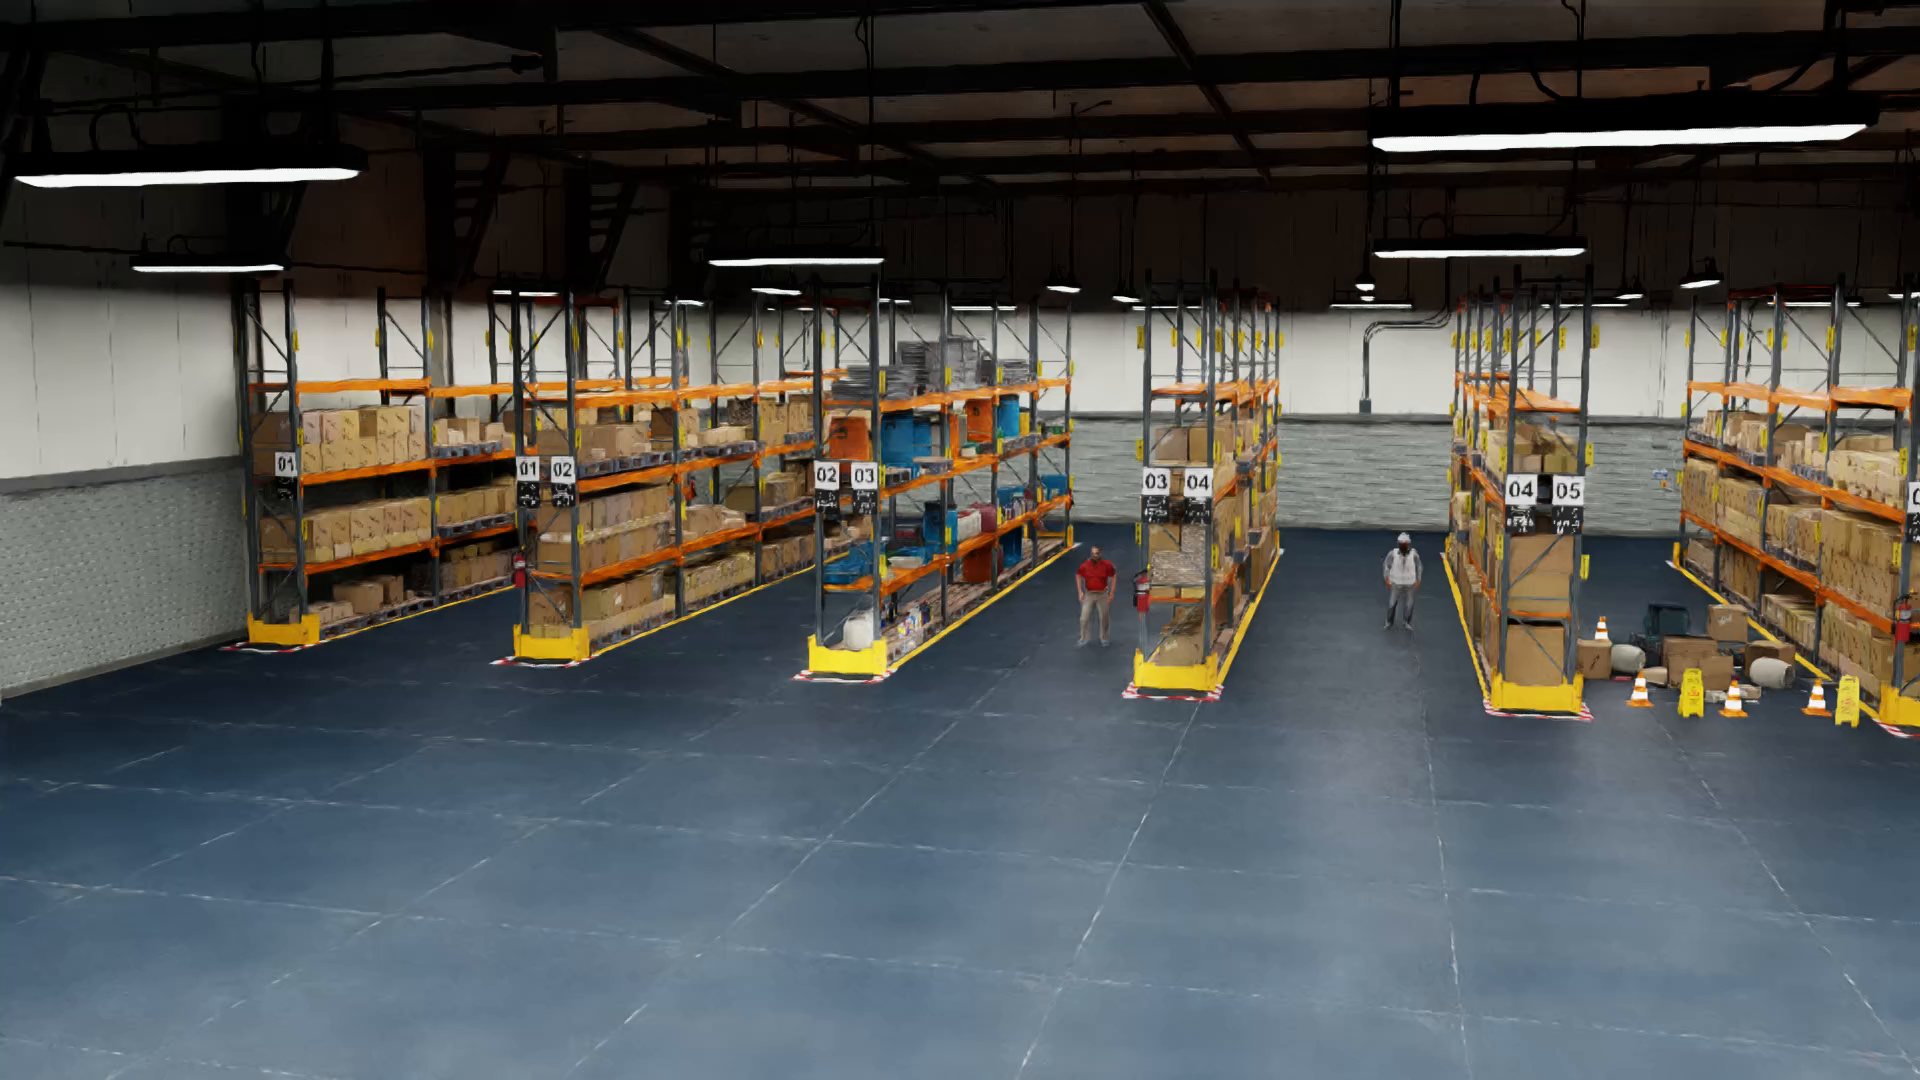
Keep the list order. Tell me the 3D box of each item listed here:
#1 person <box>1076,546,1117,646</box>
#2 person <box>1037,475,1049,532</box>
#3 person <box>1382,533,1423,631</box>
[{"bbox_3d":[2.234,0.910,27.298,0.682,1.675,0.521,2,7,12],"label":"person"},{"bbox_3d":[2.004,-0.830,41.755,0.466,1.668,0.485,-2,7,-15],"label":"person"},{"bbox_3d":[7.631,0.719,28.699,0.677,1.725,0.574,1,7,12],"label":"person"}]
